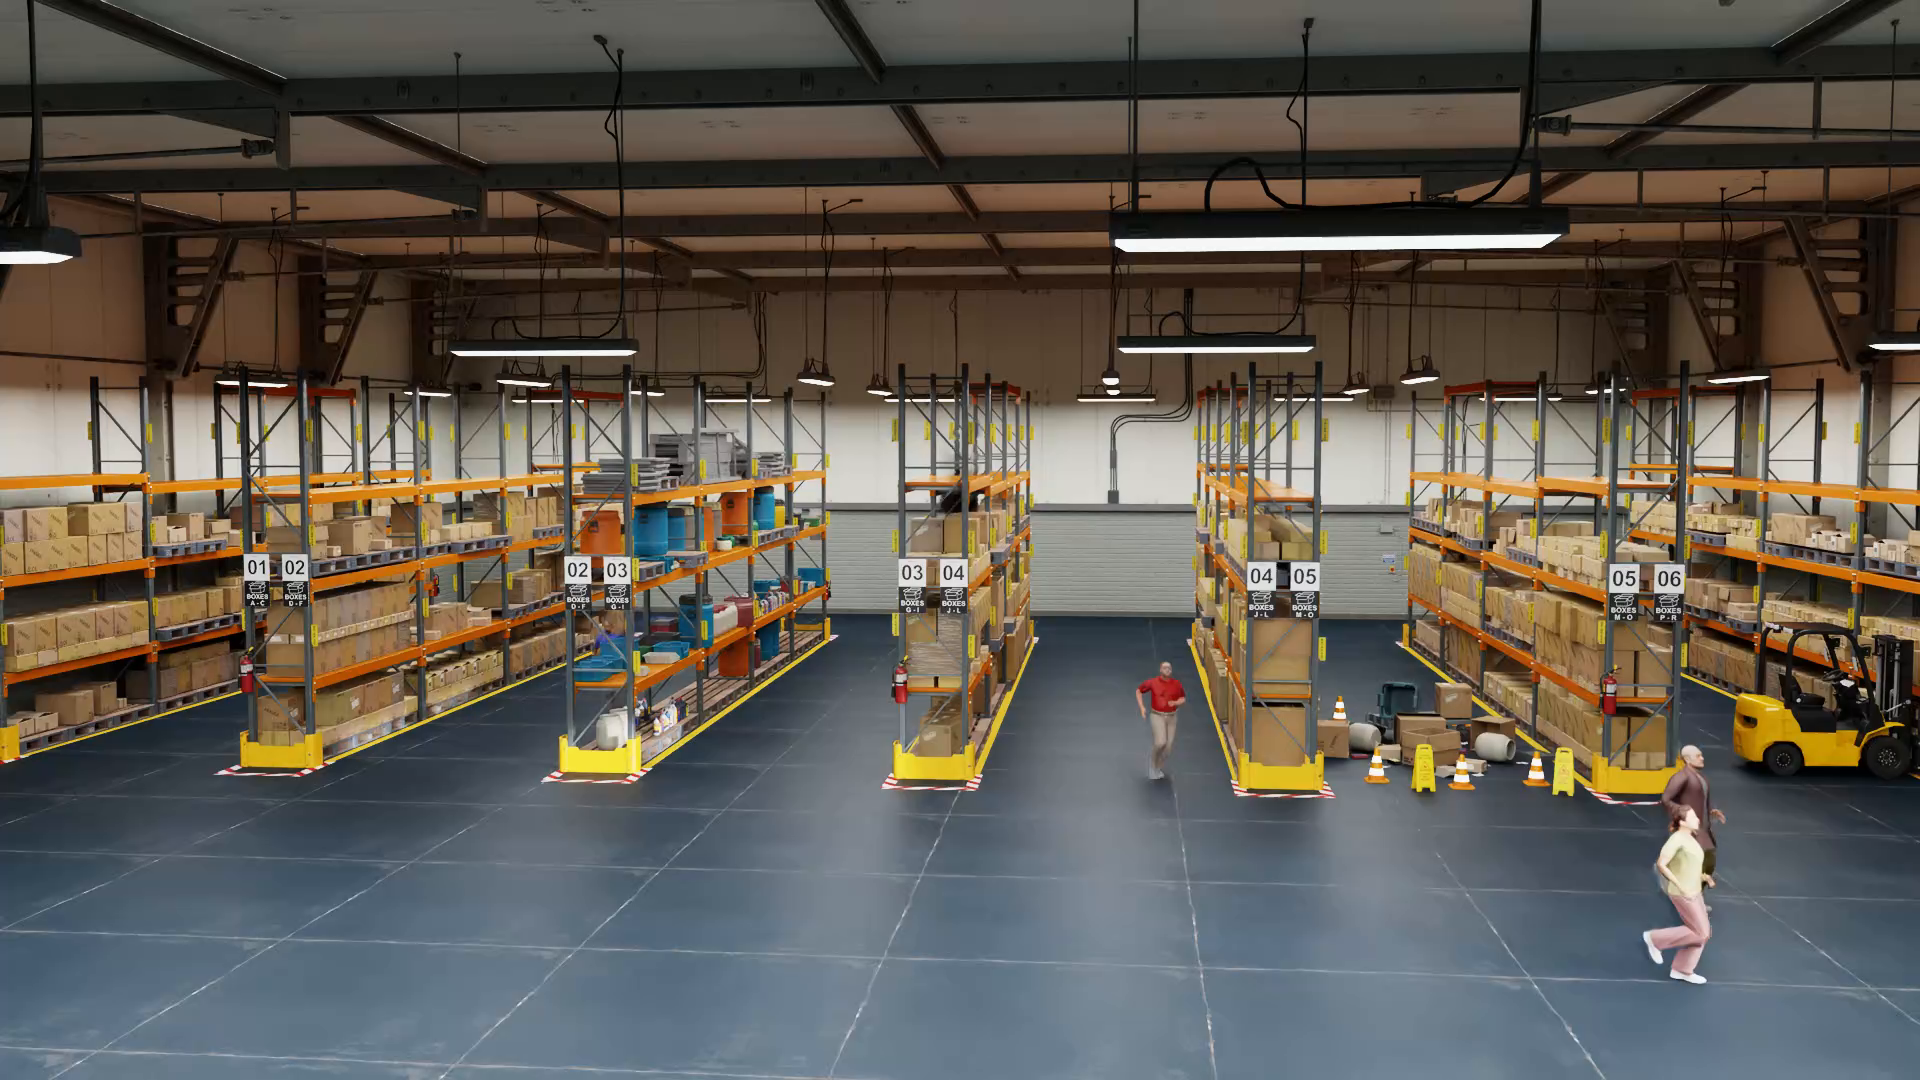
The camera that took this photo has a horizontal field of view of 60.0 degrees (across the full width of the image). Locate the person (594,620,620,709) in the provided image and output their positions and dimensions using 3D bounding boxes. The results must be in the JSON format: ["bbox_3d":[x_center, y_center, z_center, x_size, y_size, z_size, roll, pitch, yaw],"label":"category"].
[{"bbox_3d":[-6.408,2.259,30.393,0.558,1.608,0.592,0,4,-2],"label":"person"}]

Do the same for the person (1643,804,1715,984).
[{"bbox_3d":[6.587,3.219,15.220,0.562,1.625,0.586,3,5,38],"label":"person"}]

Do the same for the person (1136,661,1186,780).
[{"bbox_3d":[2.958,2.619,24.091,0.654,1.718,0.641,-1,4,-19],"label":"person"}]

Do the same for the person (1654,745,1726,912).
[{"bbox_3d":[7.672,3.024,17.475,0.710,1.724,0.637,-3,5,-42],"label":"person"}]
